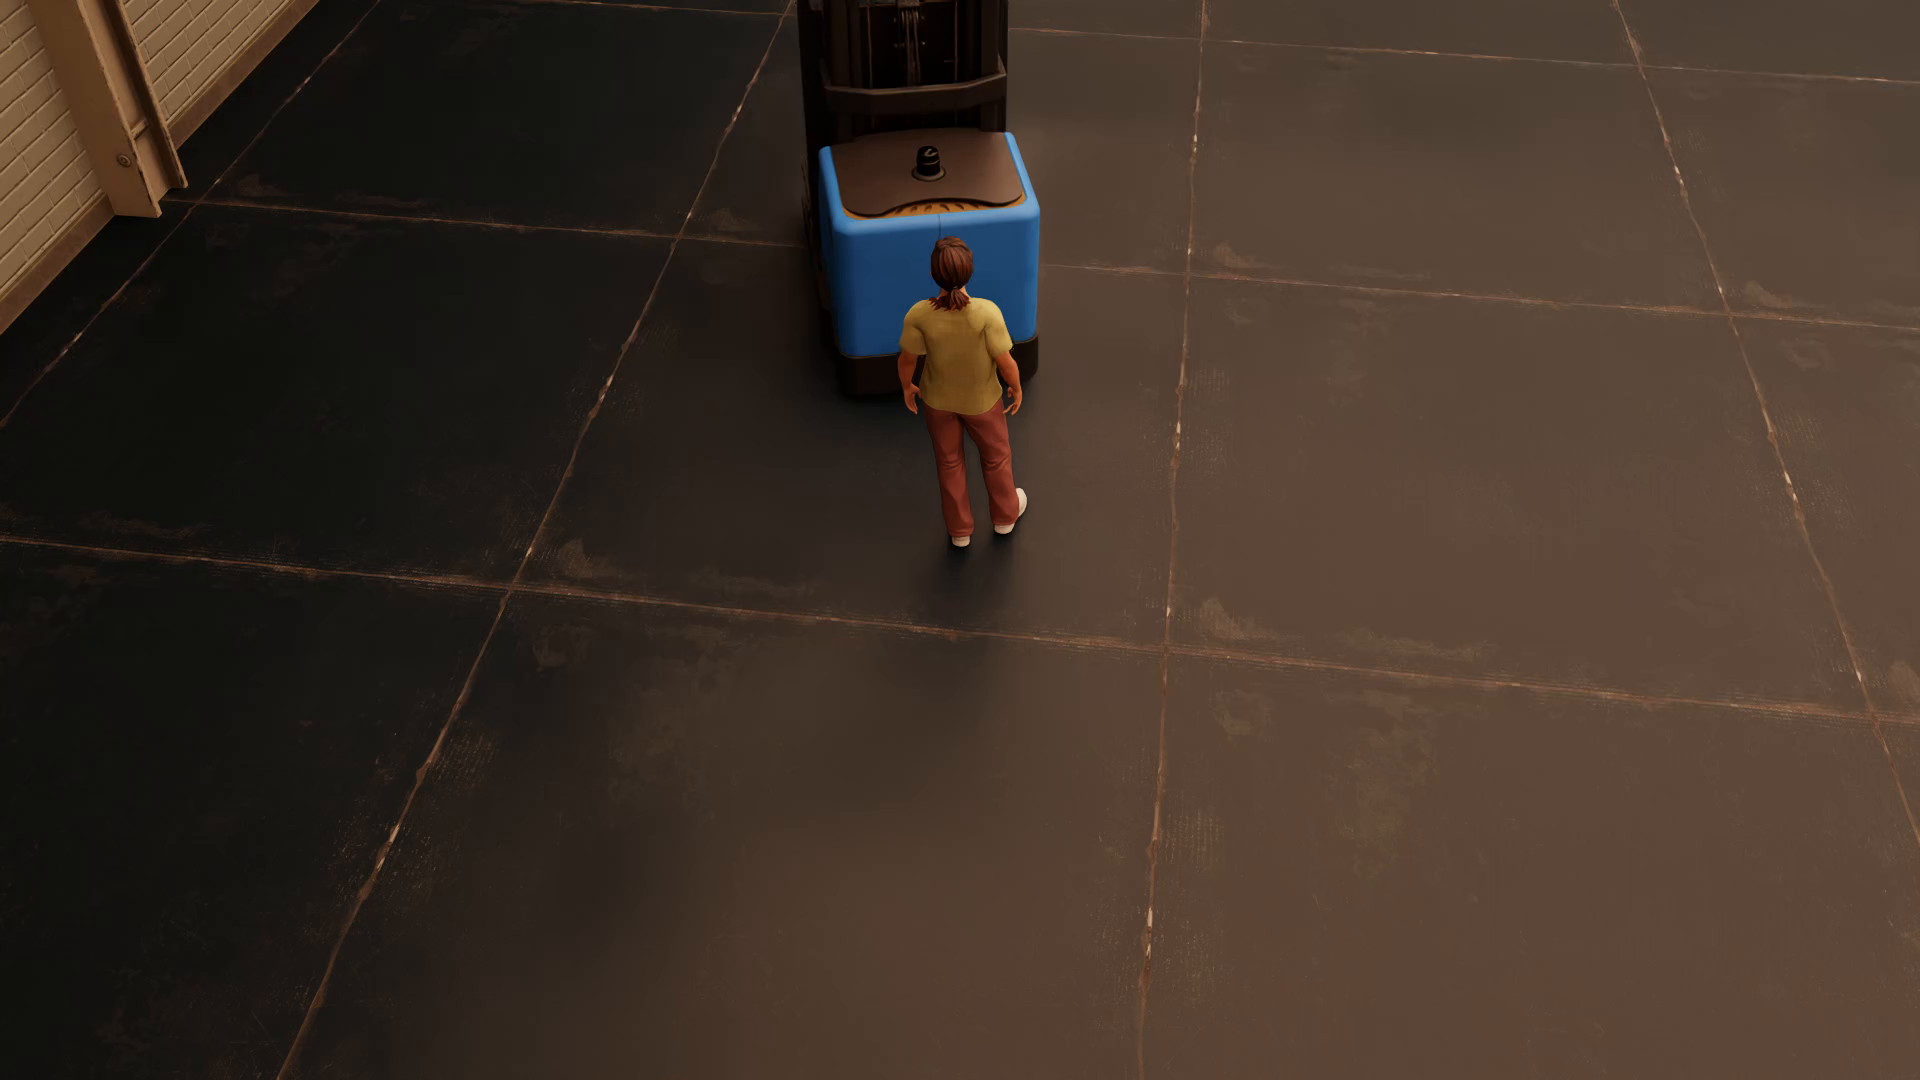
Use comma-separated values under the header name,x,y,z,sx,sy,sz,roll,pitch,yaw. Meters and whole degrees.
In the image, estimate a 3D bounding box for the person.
name,x,y,z,sx,sy,sz,roll,pitch,yaw
person,0.021,-0.671,7.372,0.554,1.673,0.548,5,43,6

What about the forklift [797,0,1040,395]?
name,x,y,z,sx,sy,sz,roll,pitch,yaw
forklift,-0.333,-2.830,8.805,1.130,2.935,3.031,-6,43,-7
